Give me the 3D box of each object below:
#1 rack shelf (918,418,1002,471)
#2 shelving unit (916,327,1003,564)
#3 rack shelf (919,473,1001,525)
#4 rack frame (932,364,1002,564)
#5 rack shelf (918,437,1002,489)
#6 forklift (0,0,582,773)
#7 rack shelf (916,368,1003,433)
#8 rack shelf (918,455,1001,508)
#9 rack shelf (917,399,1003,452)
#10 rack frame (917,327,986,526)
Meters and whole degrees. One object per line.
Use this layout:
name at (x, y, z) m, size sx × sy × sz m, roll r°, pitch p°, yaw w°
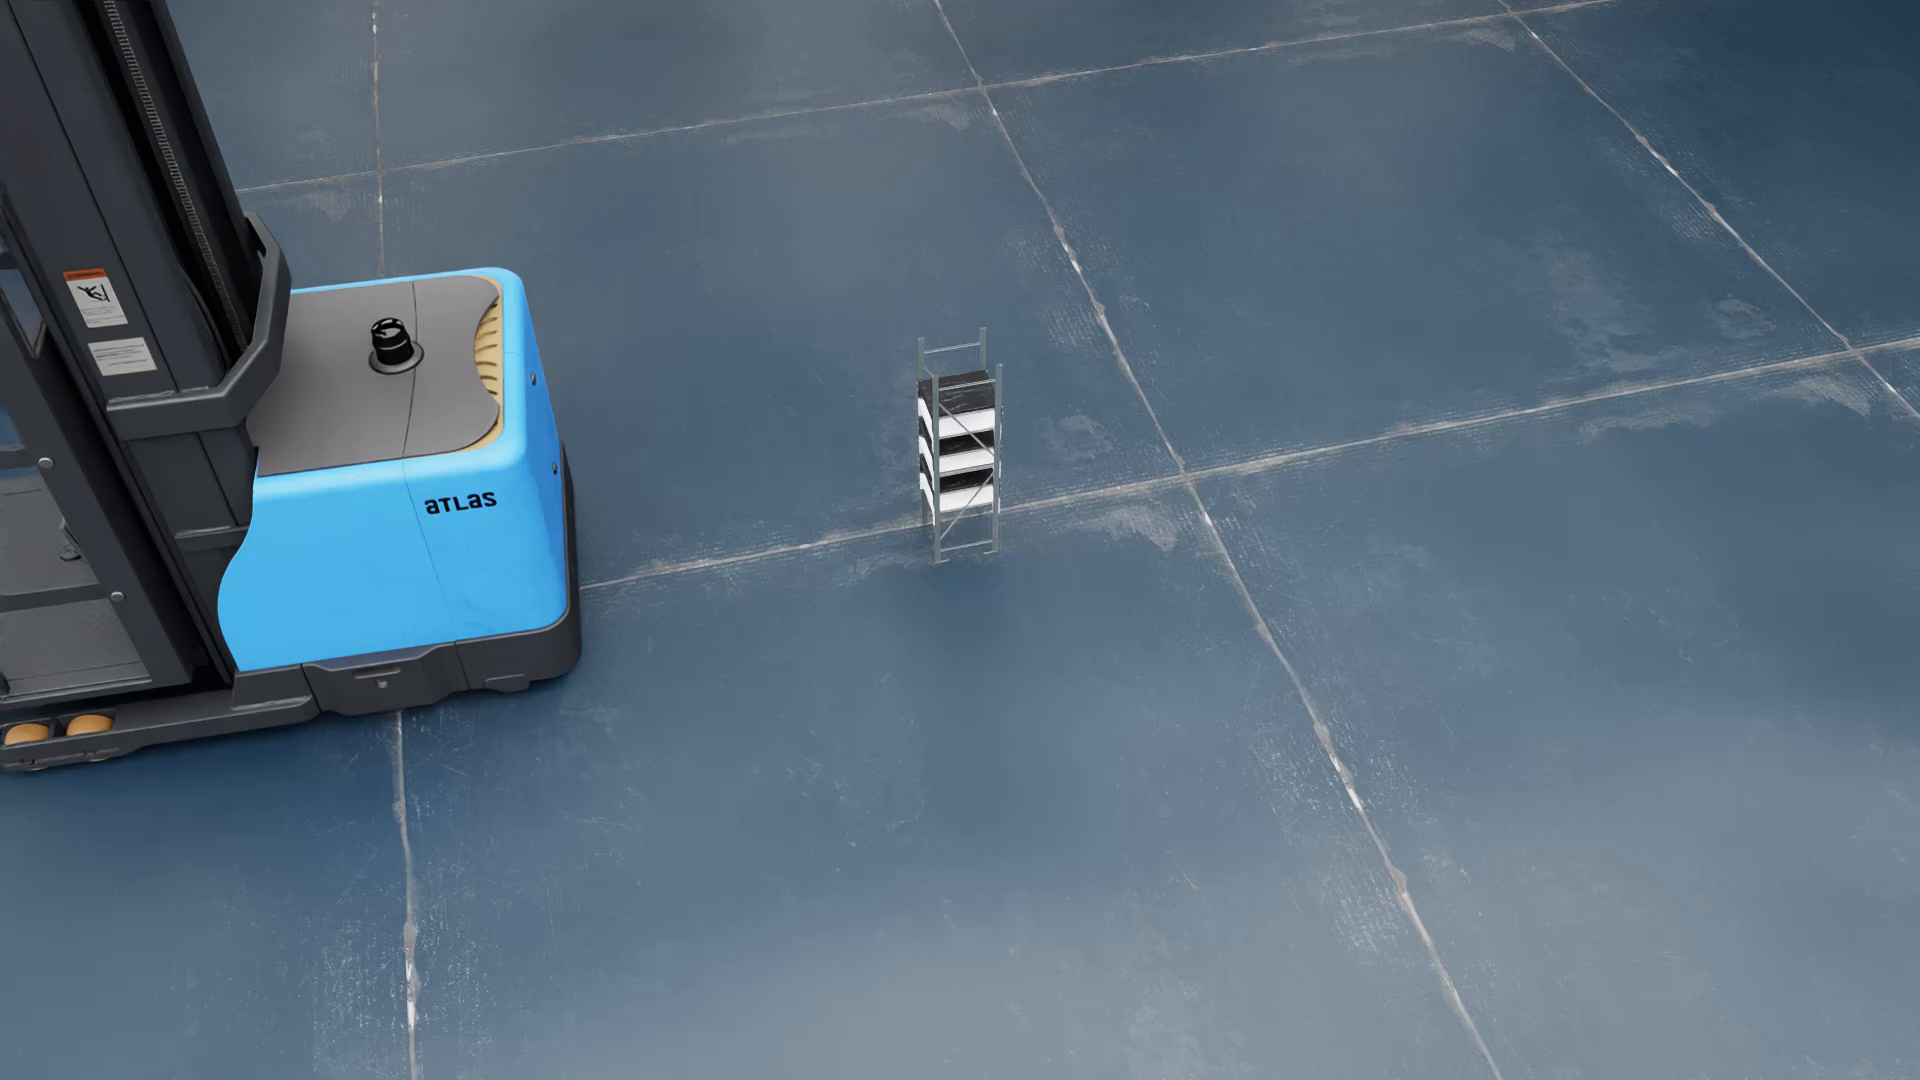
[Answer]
rack shelf at (-0.002, -0.360, 5.894) m, size 0.258 × 0.077 × 0.200 m, roll -11°, pitch 47°, yaw -10°
shelving unit at (-0.002, -0.321, 5.934) m, size 0.258 × 0.900 × 0.210 m, roll -11°, pitch 47°, yaw -10°
rack shelf at (-0.002, -0.171, 6.086) m, size 0.258 × 0.077 × 0.200 m, roll -11°, pitch 47°, yaw -10°
rack frame at (0.024, -0.250, 5.865) m, size 0.240 × 0.900 × 0.006 m, roll -11°, pitch 47°, yaw -10°
rack shelf at (-0.002, -0.297, 5.958) m, size 0.258 × 0.077 × 0.200 m, roll -11°, pitch 47°, yaw -10°
forklift at (-2.881, -0.676, 4.860) m, size 3.031 × 2.935 × 1.130 m, roll -8°, pitch 46°, yaw -8°
rack shelf at (-0.002, -0.486, 5.765) m, size 0.258 × 0.077 × 0.200 m, roll -11°, pitch 47°, yaw -10°
rack shelf at (-0.002, -0.234, 6.022) m, size 0.258 × 0.077 × 0.200 m, roll -11°, pitch 47°, yaw -10°
rack shelf at (-0.002, -0.423, 5.829) m, size 0.258 × 0.077 × 0.200 m, roll -11°, pitch 47°, yaw -10°
rack frame at (-0.028, -0.391, 6.003) m, size 0.240 × 0.900 × 0.006 m, roll -11°, pitch 47°, yaw -10°
